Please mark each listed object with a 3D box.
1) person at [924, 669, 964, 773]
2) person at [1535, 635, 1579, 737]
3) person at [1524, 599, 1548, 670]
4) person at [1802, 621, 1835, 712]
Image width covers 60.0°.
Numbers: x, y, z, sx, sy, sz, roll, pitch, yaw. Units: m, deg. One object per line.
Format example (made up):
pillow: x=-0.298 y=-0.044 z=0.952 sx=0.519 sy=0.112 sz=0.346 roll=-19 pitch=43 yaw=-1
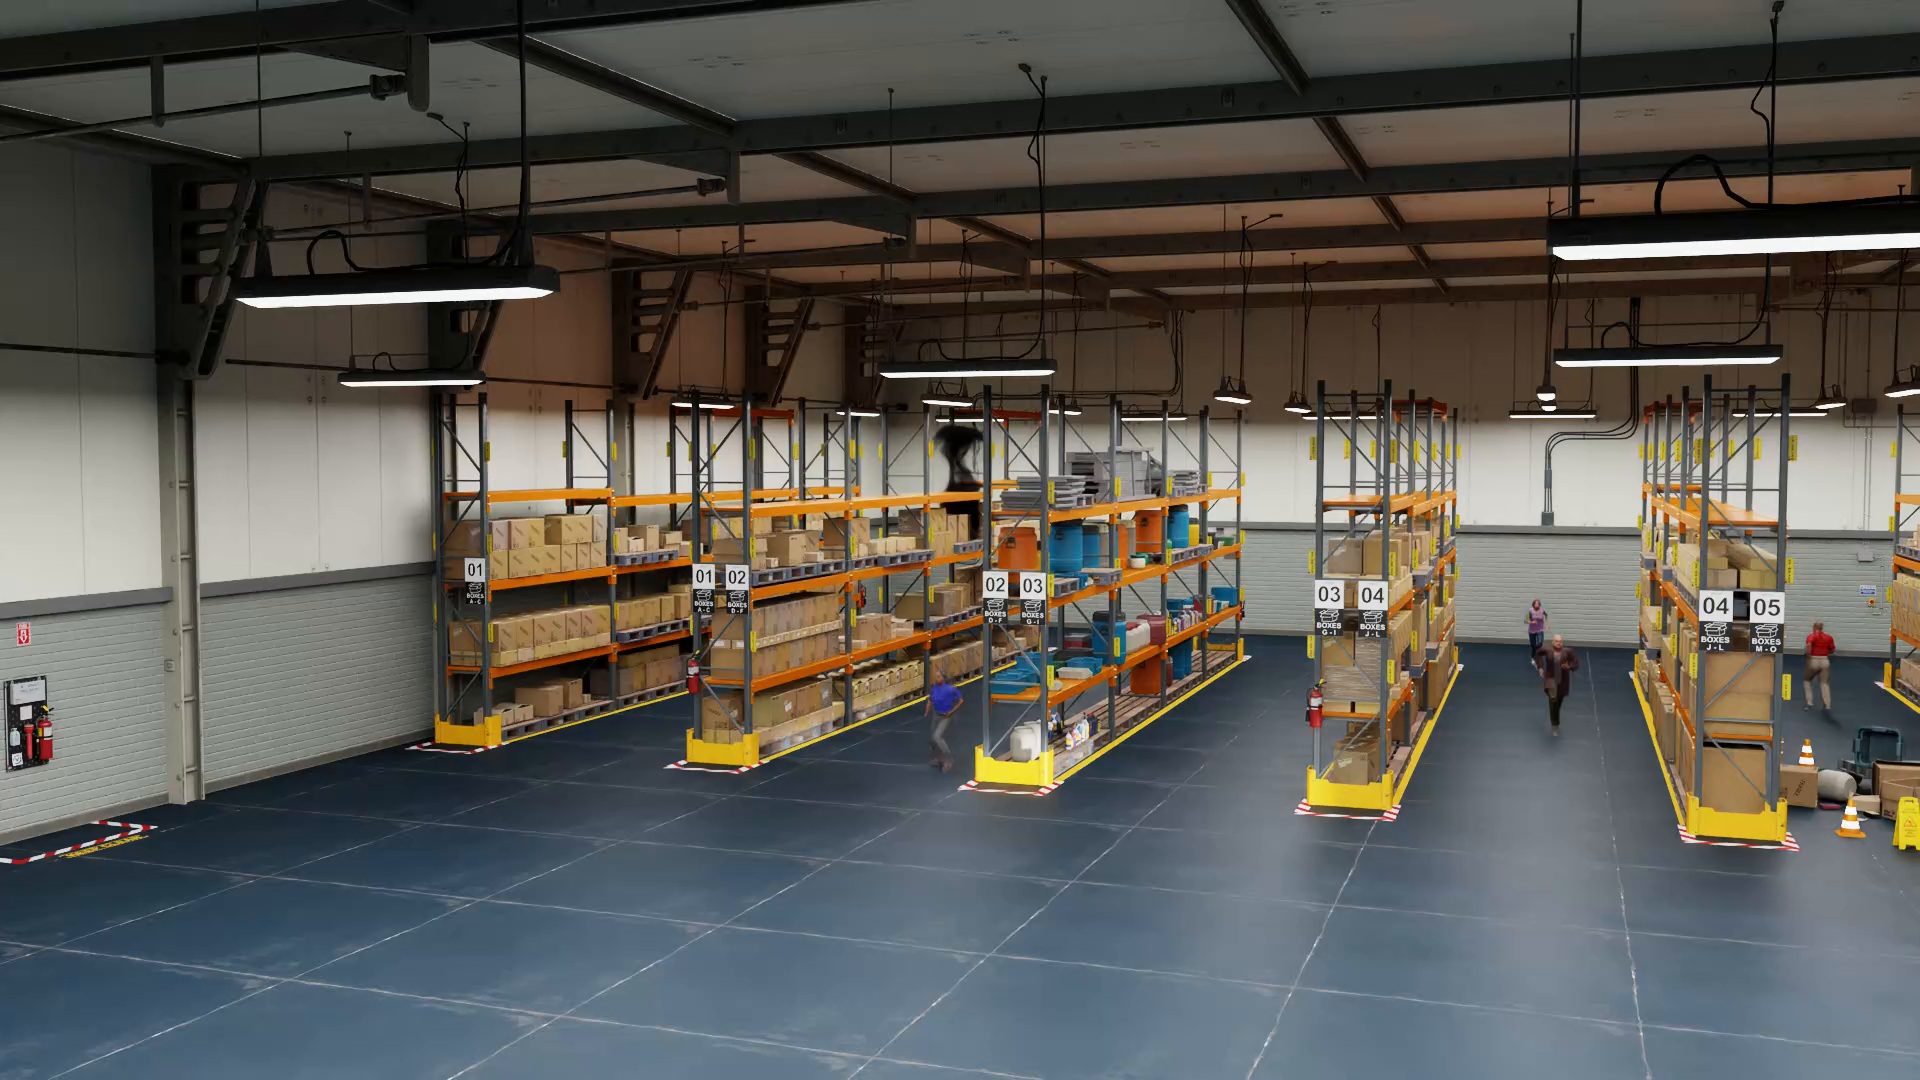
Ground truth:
person: x=-0.284 y=2.822 z=26.142 sx=0.752 sy=1.600 sz=0.677 roll=3 pitch=4 yaw=42
person: x=10.627 y=2.559 z=29.646 sx=0.702 sy=1.801 sz=1.055 roll=1 pitch=3 yaw=10
person: x=13.322 y=2.176 z=38.464 sx=0.561 sy=1.600 sz=0.801 roll=1 pitch=3 yaw=12
person: x=16.455 y=2.456 z=31.875 sx=0.600 sy=1.785 sz=0.853 roll=1 pitch=3 yaw=11
